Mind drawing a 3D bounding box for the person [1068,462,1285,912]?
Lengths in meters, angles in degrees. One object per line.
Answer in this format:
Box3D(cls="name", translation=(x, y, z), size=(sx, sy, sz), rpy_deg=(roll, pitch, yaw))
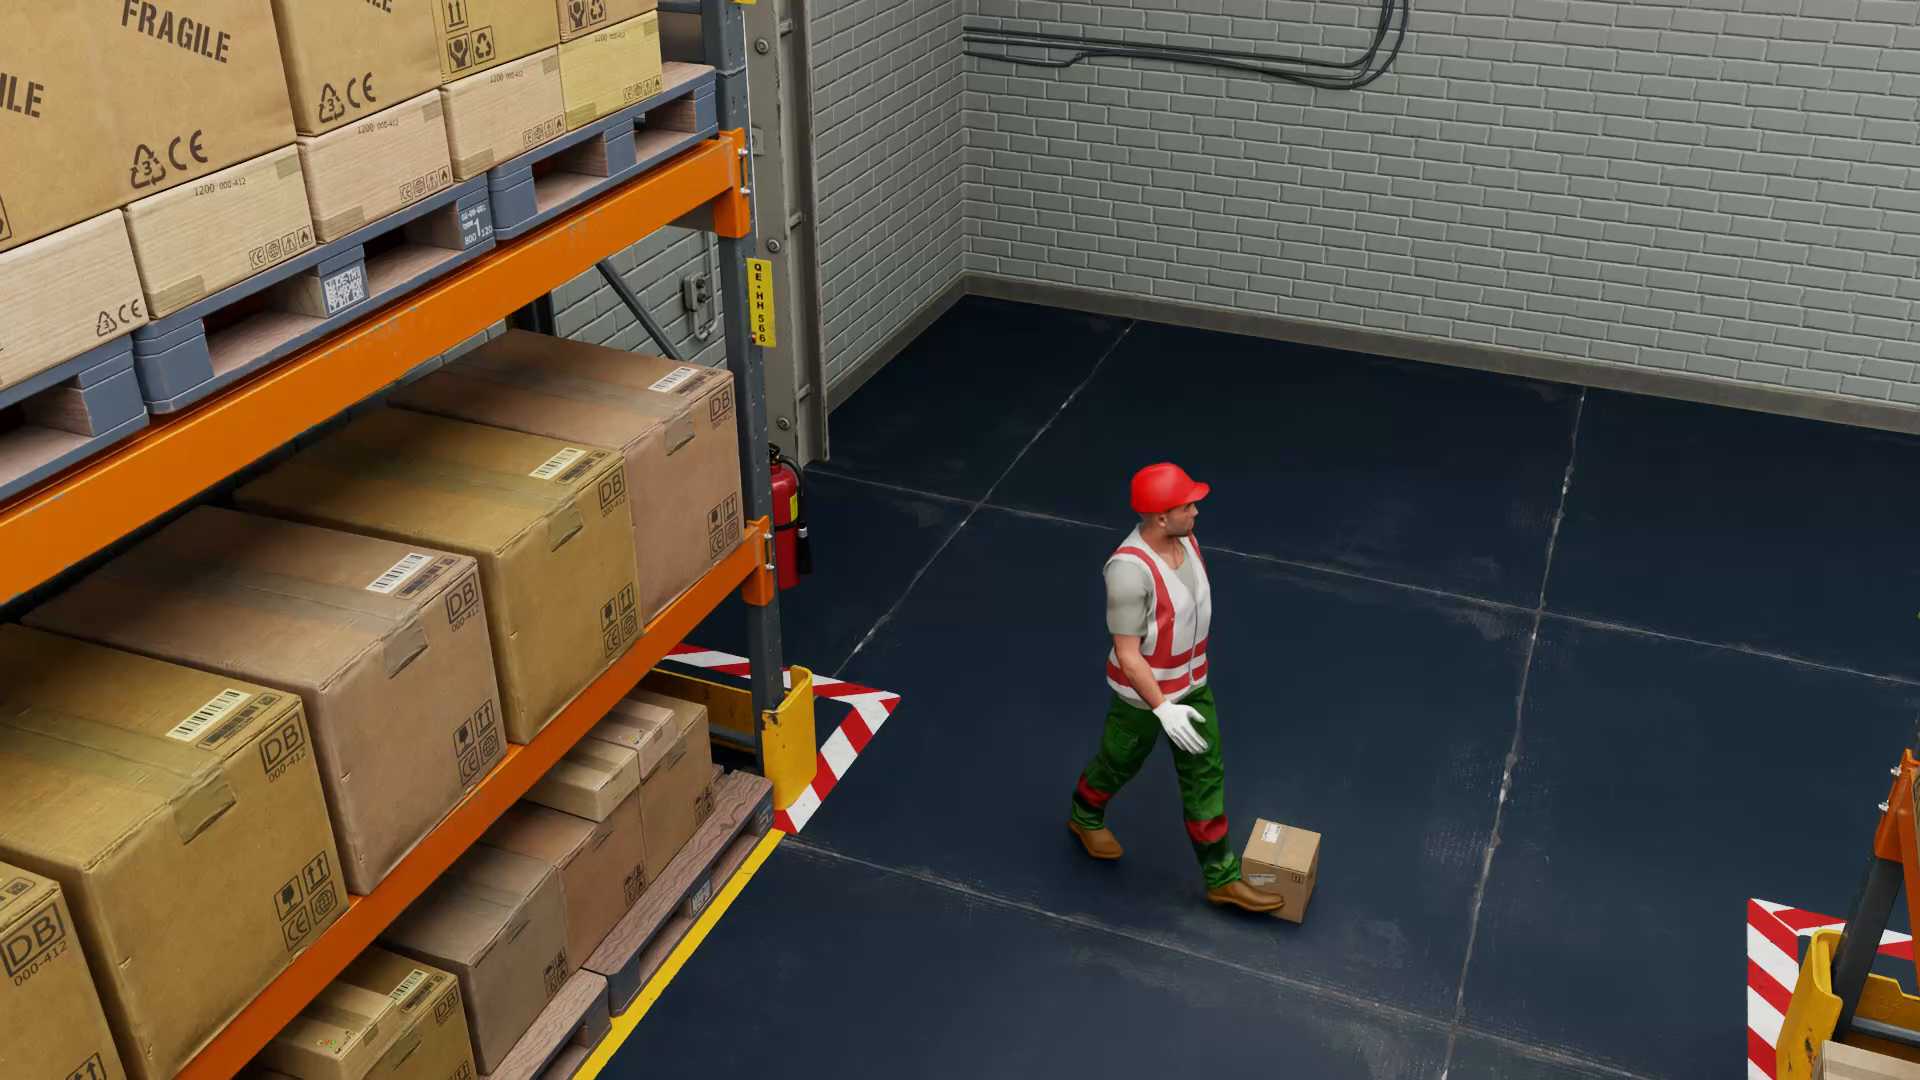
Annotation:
Box3D(cls="person", translation=(0.809, 0.562, 6.101), size=(0.939, 1.745, 0.585), rpy_deg=(24, 37, 36))
